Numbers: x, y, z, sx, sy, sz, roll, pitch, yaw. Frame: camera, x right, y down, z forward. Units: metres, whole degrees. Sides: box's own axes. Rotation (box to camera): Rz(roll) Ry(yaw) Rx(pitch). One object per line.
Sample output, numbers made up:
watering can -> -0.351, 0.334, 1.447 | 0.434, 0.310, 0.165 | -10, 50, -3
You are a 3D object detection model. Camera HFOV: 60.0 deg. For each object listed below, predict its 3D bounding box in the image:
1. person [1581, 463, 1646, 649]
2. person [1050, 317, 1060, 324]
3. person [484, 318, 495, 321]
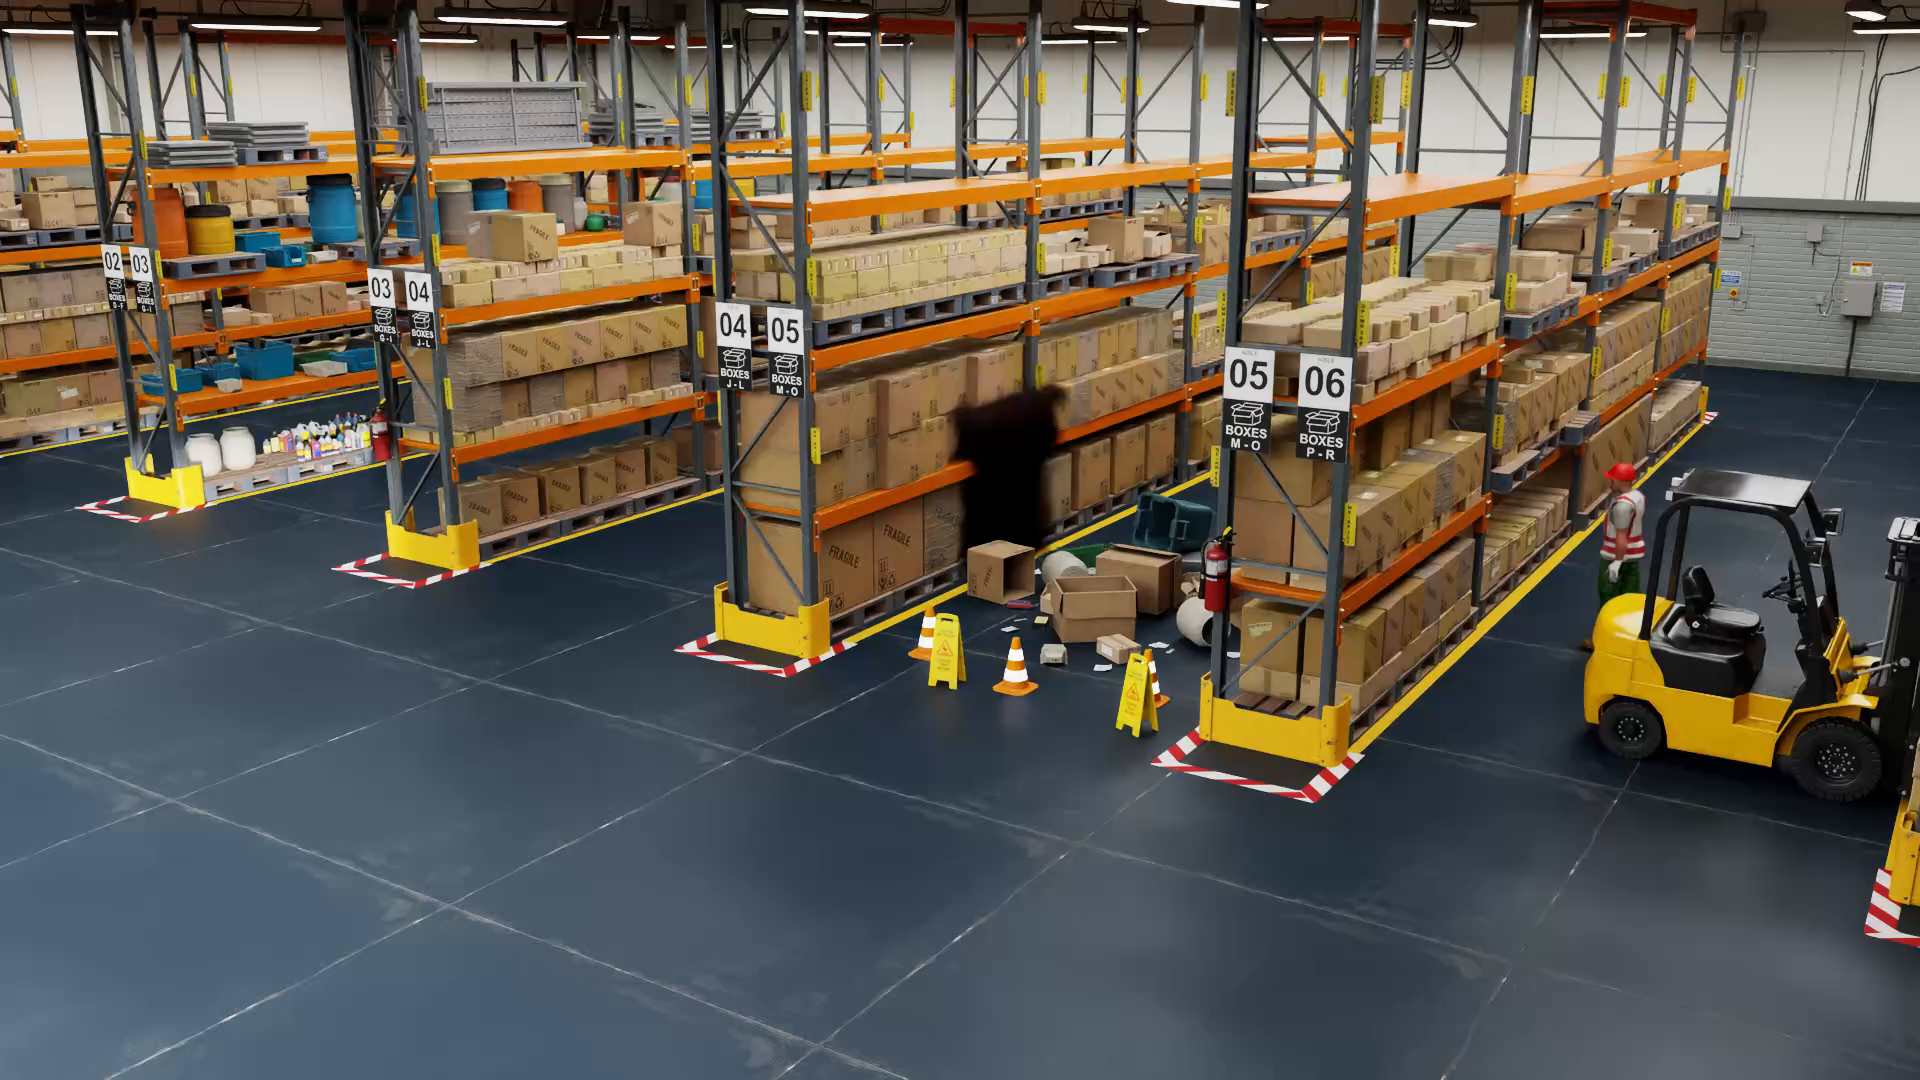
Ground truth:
person -> 6.104, 0.168, 15.315 | 0.542, 1.793, 0.438 | -7, 17, -25
person -> 1.414, -2.537, 25.173 | 0.540, 1.680, 0.991 | 11, 19, 36
person -> -7.719, -3.110, 27.274 | 0.626, 1.600, 1.028 | 11, 19, 34
